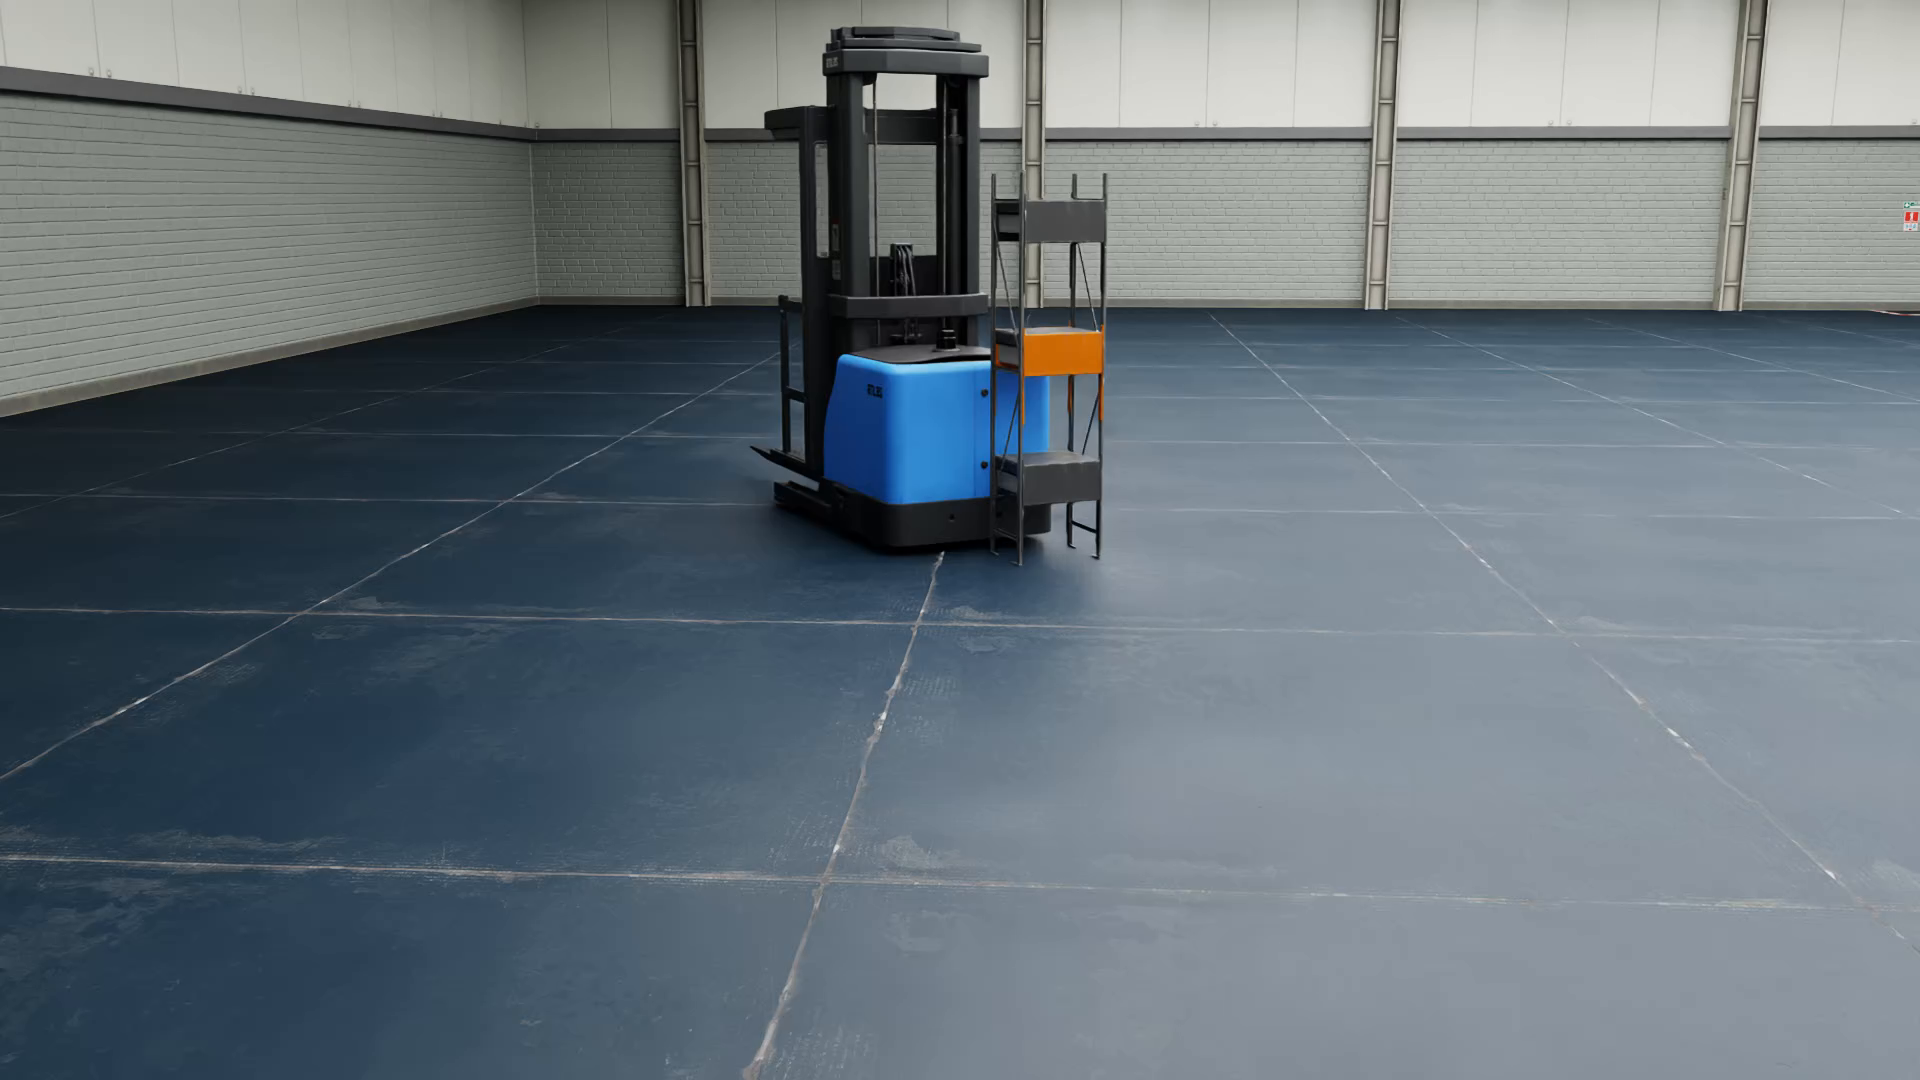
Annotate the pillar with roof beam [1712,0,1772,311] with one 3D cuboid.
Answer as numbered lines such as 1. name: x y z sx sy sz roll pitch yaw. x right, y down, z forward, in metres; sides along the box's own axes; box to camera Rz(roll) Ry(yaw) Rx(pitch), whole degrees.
1. pillar with roof beam: 12.967 -7.495 23.619 0.400 9.000 9.100 1 12 4

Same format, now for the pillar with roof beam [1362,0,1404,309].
1. pillar with roof beam: 6.981 -7.577 24.011 0.400 9.000 9.100 1 12 4

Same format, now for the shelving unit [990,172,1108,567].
1. shelving unit: 0.478 -0.937 9.119 0.503 2.100 0.431 -5 13 -22

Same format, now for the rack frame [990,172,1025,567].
1. rack frame: 0.253 -0.918 9.026 0.015 2.100 0.400 -5 13 -22

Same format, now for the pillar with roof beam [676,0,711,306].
1. pillar with roof beam: -4.992 -7.741 24.796 0.400 9.000 9.100 1 12 4

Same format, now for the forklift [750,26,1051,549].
1. forklift: -0.556 -1.644 10.470 1.130 2.935 3.031 -5 13 -25

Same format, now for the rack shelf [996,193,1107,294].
1. rack shelf: 0.478 -1.609 8.979 0.480 0.518 0.431 -5 13 -22

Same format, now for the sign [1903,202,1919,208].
1. sign: 16.238 -5.701 28.314 0.331 0.109 0.001 1 12 4

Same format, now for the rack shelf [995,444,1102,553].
1. rack shelf: 0.478 -0.238 9.265 0.480 0.518 0.431 -5 13 -22

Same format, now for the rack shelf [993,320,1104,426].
1. rack shelf: 0.478 -0.924 9.122 0.480 0.518 0.431 -5 13 -22

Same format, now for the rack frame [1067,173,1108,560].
1. rack frame: 0.703 -0.956 9.212 0.015 2.100 0.400 -5 13 -22

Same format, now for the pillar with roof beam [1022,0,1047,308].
1. pillar with roof beam: 0.994 -7.659 24.404 0.400 9.000 9.100 1 12 4

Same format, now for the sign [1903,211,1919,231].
1. sign: 16.234 -5.443 28.377 0.234 0.329 0.001 1 12 4
